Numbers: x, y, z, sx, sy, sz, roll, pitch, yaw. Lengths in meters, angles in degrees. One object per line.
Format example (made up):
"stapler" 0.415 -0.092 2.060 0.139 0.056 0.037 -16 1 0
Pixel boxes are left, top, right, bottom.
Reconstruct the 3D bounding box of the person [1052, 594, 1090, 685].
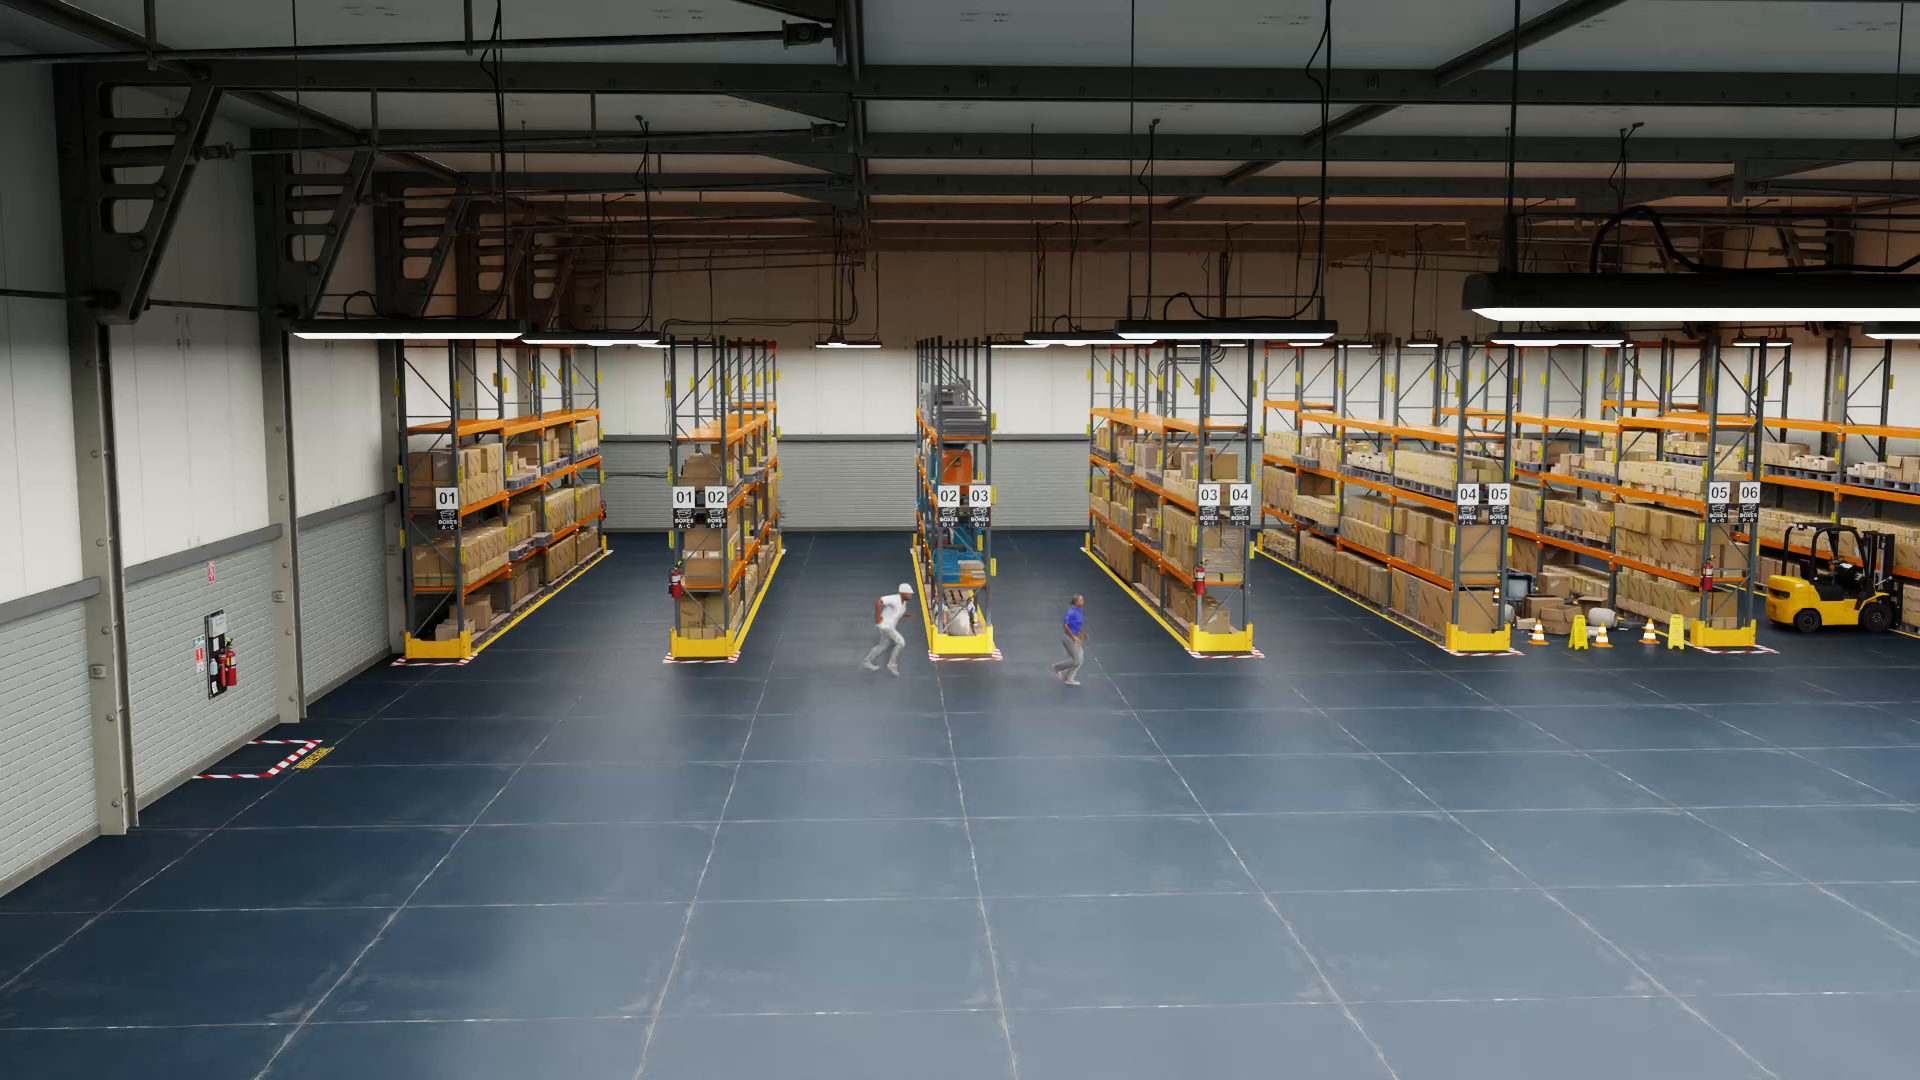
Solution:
"person" 1.900 1.704 28.584 0.606 1.581 0.572 3 7 22

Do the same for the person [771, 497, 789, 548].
"person" -5.411 -0.537 48.224 0.829 1.570 0.587 1 7 8

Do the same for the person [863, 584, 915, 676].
"person" -1.281 1.598 29.407 0.998 1.689 0.746 2 7 20

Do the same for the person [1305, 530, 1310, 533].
"person" 10.655 -0.868 49.955 0.991 1.769 0.663 -3 7 -24
